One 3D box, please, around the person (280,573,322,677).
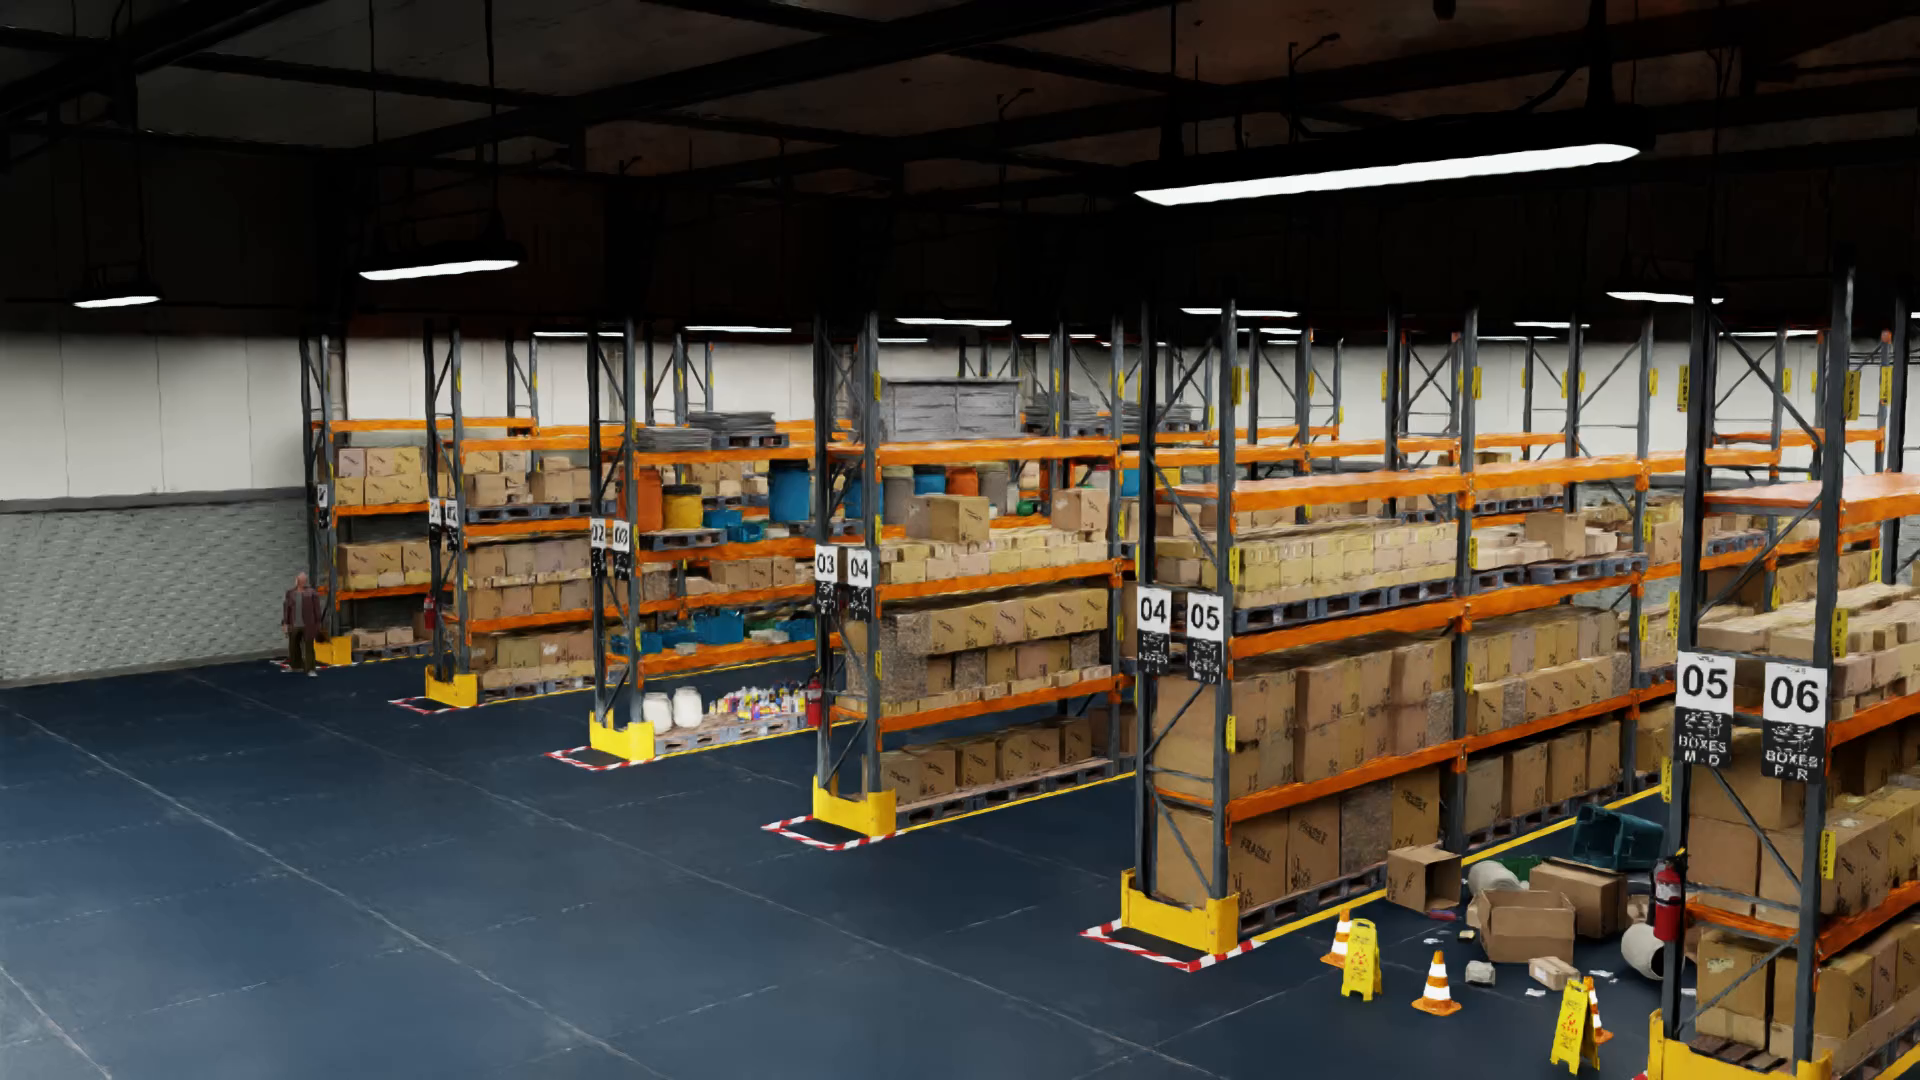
[{"bbox_3d":[-11.261,1.429,28.285,0.768,1.776,0.504,0,6,1],"label":"person"}]
